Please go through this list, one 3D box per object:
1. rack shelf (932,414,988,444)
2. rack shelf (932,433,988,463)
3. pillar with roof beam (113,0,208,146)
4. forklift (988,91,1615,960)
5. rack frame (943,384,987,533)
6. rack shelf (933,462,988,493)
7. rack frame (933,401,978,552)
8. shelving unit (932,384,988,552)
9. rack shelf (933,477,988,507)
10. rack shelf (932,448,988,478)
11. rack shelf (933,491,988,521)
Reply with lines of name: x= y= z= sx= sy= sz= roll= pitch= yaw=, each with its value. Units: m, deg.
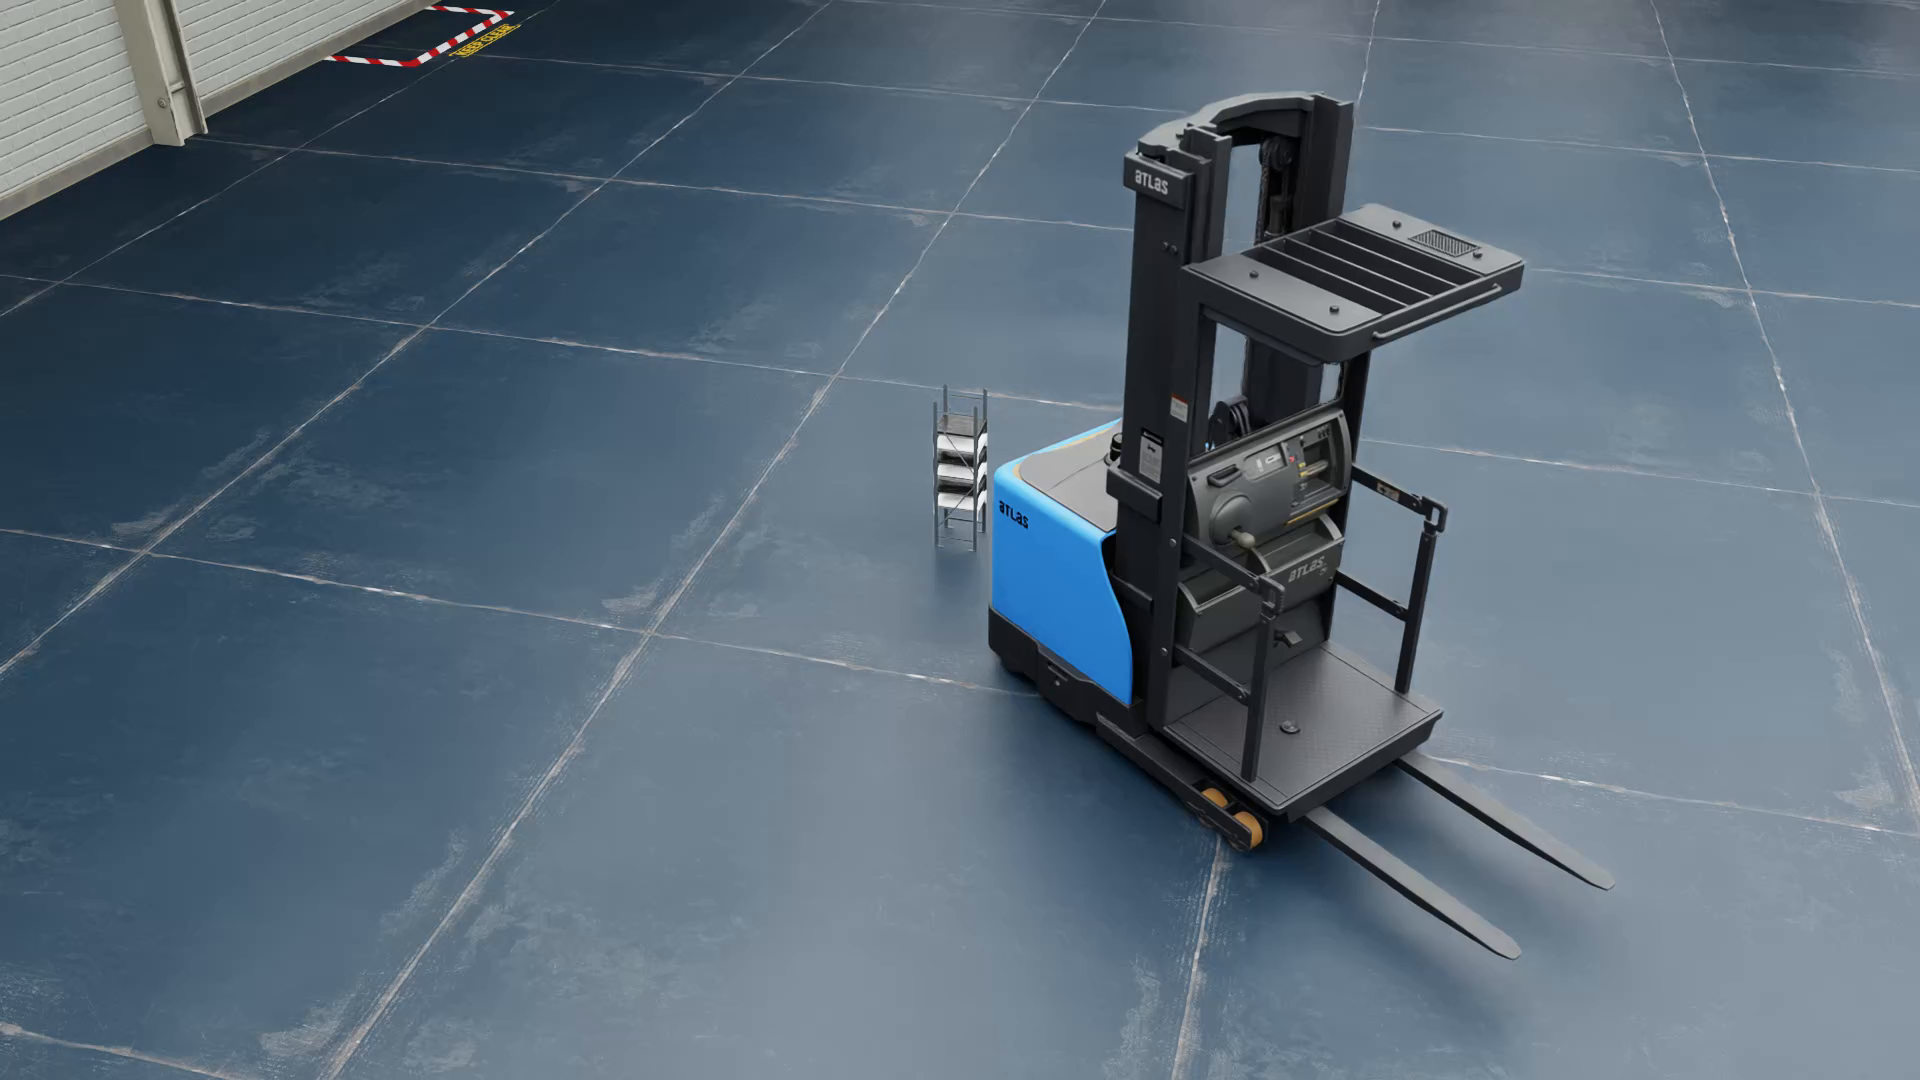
rack shelf: x=0.002 y=-0.584 z=8.888 sx=0.258 sy=0.077 sz=0.200 roll=8 pitch=33 yaw=12
rack shelf: x=0.002 y=-0.508 z=8.937 sx=0.258 sy=0.077 sz=0.200 roll=8 pitch=33 yaw=12
pillar with roof beam: x=-2.841 y=-6.825 z=11.599 sx=9.100 sy=9.000 sz=0.400 roll=8 pitch=33 yaw=12
forklift: x=1.440 y=-0.203 z=6.838 sx=1.130 sy=2.935 sz=3.031 roll=-23 pitch=39 yaw=-31
rack frame: x=0.028 y=-0.437 z=9.098 sx=0.240 sy=0.900 sz=0.006 roll=8 pitch=33 yaw=12
rack shelf: x=0.002 y=-0.356 z=9.033 sx=0.258 sy=0.077 sz=0.200 roll=8 pitch=33 yaw=12
rack frame: x=-0.024 y=-0.331 z=8.932 sx=0.240 sy=0.900 sz=0.006 roll=8 pitch=33 yaw=12
shelving unit: x=0.002 y=-0.384 z=9.015 sx=0.258 sy=0.900 sz=0.210 roll=8 pitch=33 yaw=12
rack shelf: x=0.002 y=-0.280 z=9.081 sx=0.258 sy=0.077 sz=0.200 roll=8 pitch=33 yaw=12
rack shelf: x=0.002 y=-0.432 z=8.985 sx=0.258 sy=0.077 sz=0.200 roll=8 pitch=33 yaw=12
rack shelf: x=0.002 y=-0.204 z=9.130 sx=0.258 sy=0.077 sz=0.200 roll=8 pitch=33 yaw=12
